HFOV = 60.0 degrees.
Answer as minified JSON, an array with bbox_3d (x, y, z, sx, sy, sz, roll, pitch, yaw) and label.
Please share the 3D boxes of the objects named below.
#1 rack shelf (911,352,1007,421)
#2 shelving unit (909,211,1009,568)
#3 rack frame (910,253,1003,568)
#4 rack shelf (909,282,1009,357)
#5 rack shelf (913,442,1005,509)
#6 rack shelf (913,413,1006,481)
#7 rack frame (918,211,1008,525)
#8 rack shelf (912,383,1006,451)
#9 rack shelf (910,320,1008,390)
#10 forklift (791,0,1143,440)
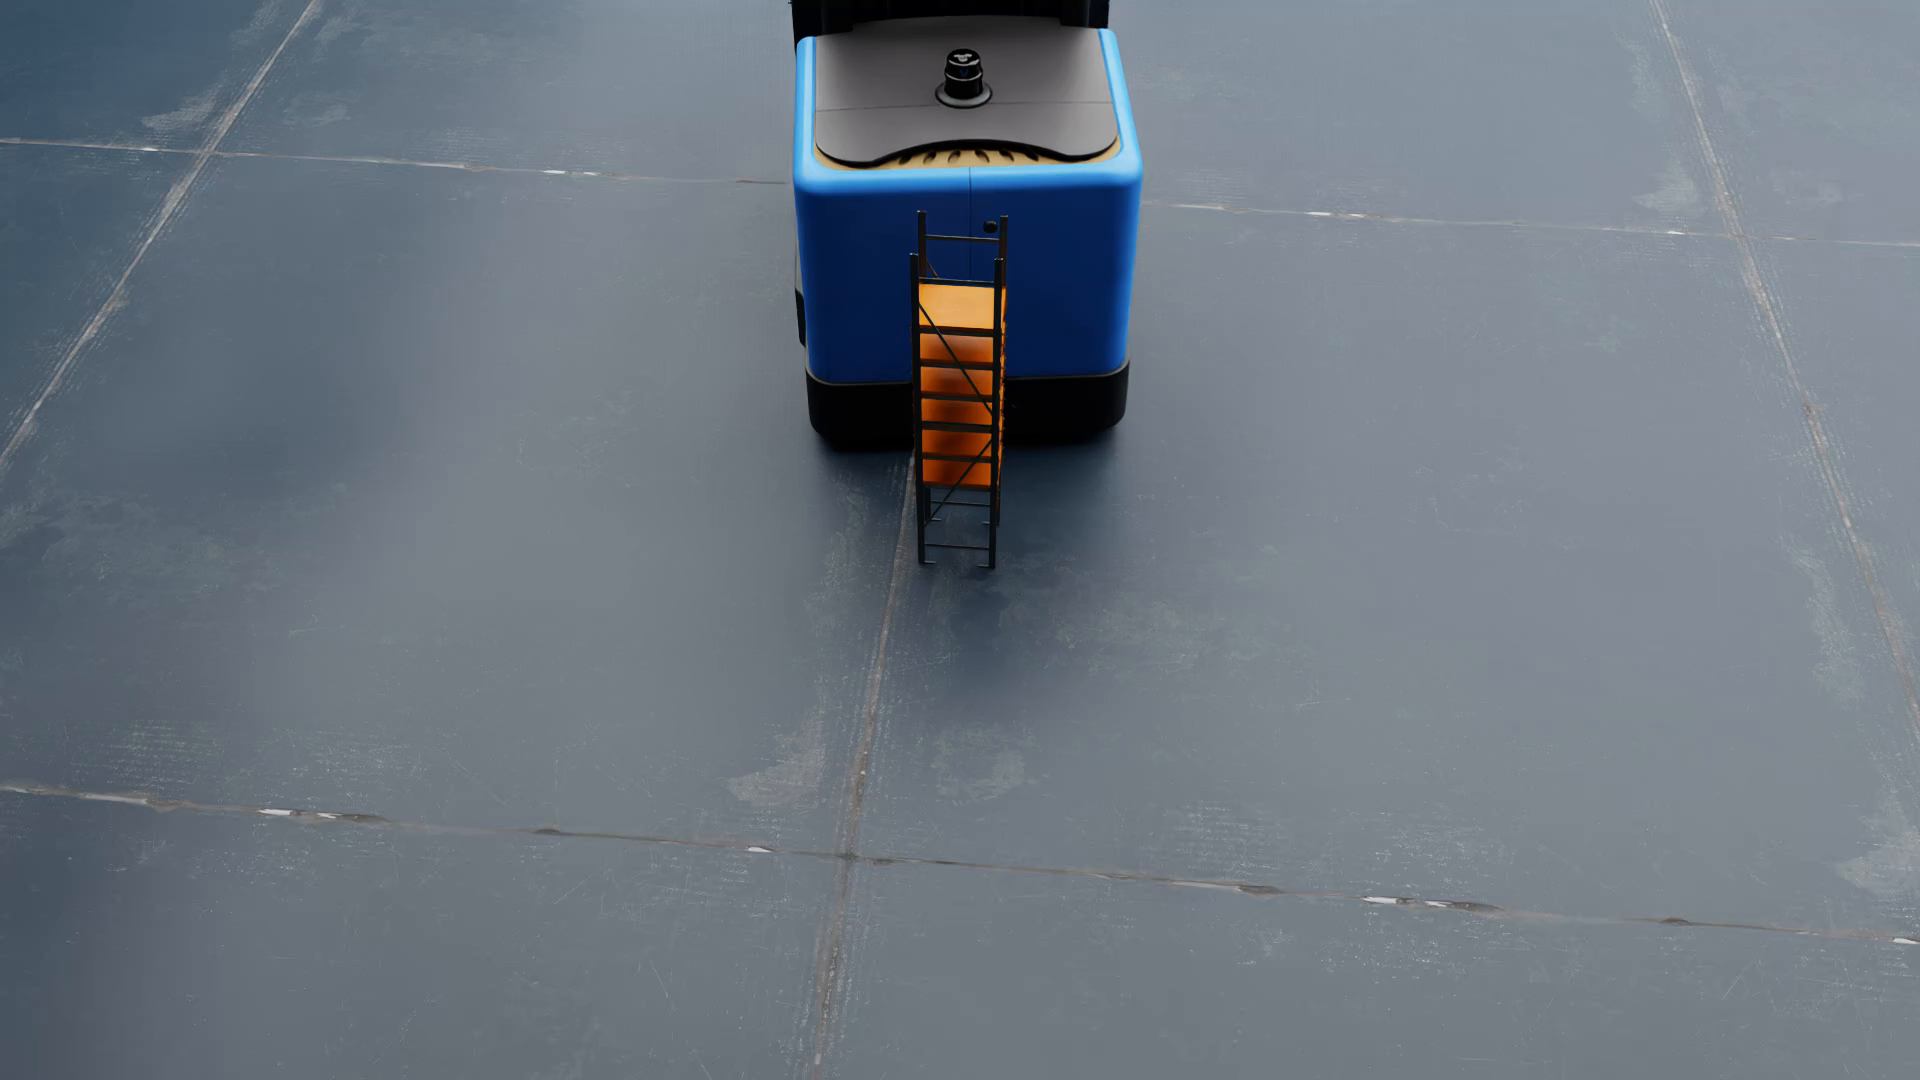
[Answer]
[{"bbox_3d":[-0.001,-0.445,4.742,0.258,0.103,0.180,4,48,4],"label":"rack shelf"},{"bbox_3d":[-0.001,-0.394,4.798,0.258,1.200,0.189,4,48,4],"label":"shelving unit"},{"bbox_3d":[-0.010,-0.327,4.736,0.240,1.200,0.006,4,48,4],"label":"rack frame"},{"bbox_3d":[-0.001,-0.607,4.565,0.258,0.103,0.180,4,48,4],"label":"rack shelf"},{"bbox_3d":[-0.001,-0.202,5.007,0.258,0.103,0.180,4,48,4],"label":"rack shelf"},{"bbox_3d":[-0.001,-0.283,4.919,0.258,0.103,0.180,4,48,4],"label":"rack shelf"},{"bbox_3d":[0.007,-0.462,4.859,0.240,1.200,0.006,4,48,4],"label":"rack frame"},{"bbox_3d":[-0.001,-0.364,4.830,0.258,0.103,0.180,4,48,4],"label":"rack shelf"},{"bbox_3d":[-0.001,-0.526,4.653,0.258,0.103,0.180,4,48,4],"label":"rack shelf"},{"bbox_3d":[-0.046,-2.401,5.460,1.130,2.935,3.031,-2,48,-2],"label":"forklift"}]
